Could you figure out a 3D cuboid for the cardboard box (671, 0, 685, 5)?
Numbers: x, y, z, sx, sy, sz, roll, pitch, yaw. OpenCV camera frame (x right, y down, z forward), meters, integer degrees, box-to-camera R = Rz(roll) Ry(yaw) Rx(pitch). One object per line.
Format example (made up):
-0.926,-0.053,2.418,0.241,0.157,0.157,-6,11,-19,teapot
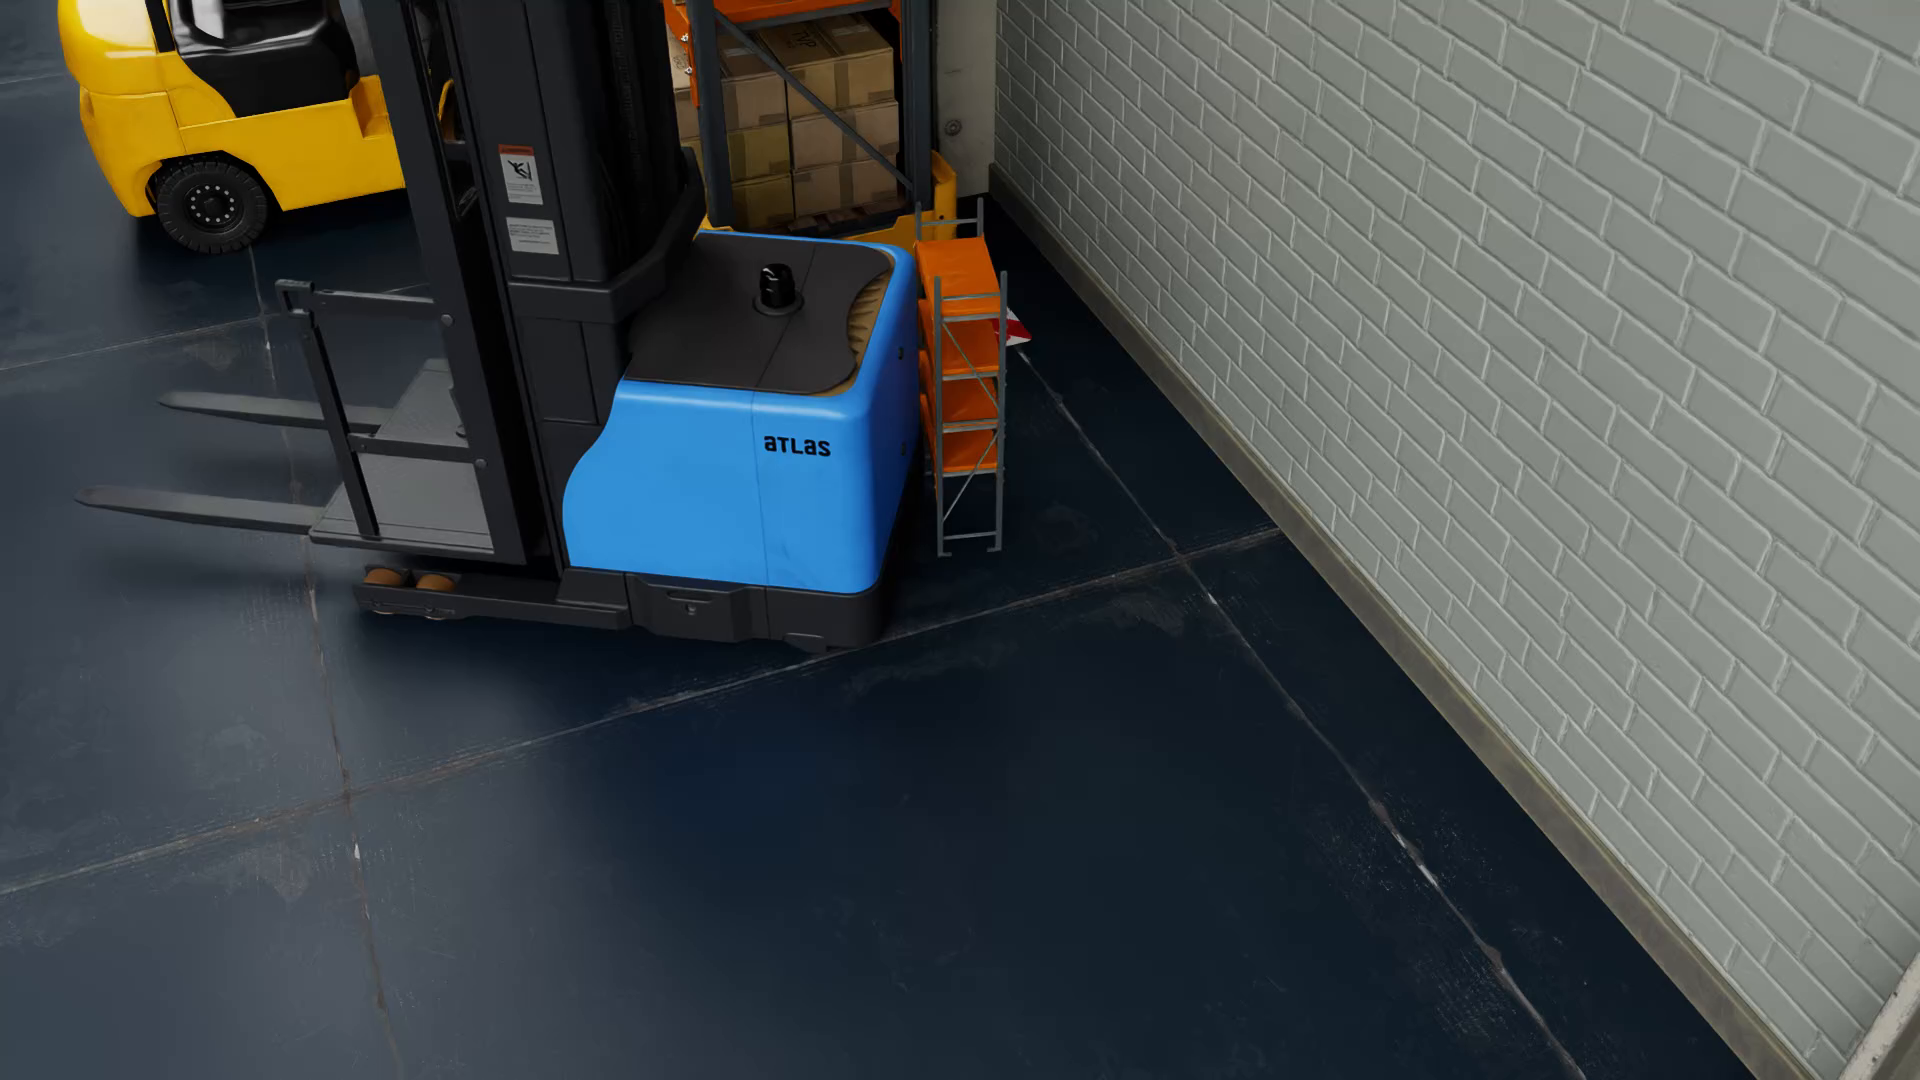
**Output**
-1.040,-2.584,6.878,0.500,0.500,0.500,-16,43,-18,cardboard box

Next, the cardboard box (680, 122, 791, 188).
-1.084,-1.837,7.489,0.500,0.250,0.500,-16,43,-17,cardboard box

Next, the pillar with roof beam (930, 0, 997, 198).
-4.020,-4.160,4.186,9.100,9.000,0.400,-15,43,-17,pillar with roof beam

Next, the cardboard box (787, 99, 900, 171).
-0.597,-1.957,7.628,0.500,0.250,0.500,-14,43,-16,cardboard box

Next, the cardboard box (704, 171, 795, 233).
-1.081,-1.636,7.639,0.500,0.250,0.500,-15,43,-17,cardboard box

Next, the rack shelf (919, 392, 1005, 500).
-0.001,-0.365,6.162,0.258,0.148,0.480,-6,41,-6,rack shelf

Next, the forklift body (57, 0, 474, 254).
-3.020,-2.681,7.718,2.313,2.155,1.214,-15,43,-17,forklift body

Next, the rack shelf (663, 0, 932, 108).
-1.374,-3.247,8.277,1.077,0.370,4.000,-15,43,-17,rack shelf

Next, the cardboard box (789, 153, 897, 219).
-0.616,-1.777,7.802,0.500,0.250,0.500,-15,43,-17,cardboard box

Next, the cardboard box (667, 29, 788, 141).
-1.073,-2.011,7.308,0.500,0.250,0.500,-14,43,-15,cardboard box

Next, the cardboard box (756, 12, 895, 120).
-0.618,-2.148,7.467,0.500,0.250,0.500,-16,43,-18,cardboard box

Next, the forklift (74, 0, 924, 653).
-1.699,-1.161,5.352,3.031,2.935,1.130,6,41,6,forklift

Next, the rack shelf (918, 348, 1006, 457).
-0.001,-0.515,6.032,0.258,0.148,0.480,-6,41,-6,rack shelf

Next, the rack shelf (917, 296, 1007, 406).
-0.001,-0.685,5.886,0.258,0.148,0.480,-6,41,-6,rack shelf

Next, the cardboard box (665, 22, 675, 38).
-1.274,-2.317,7.664,0.500,0.250,0.500,-14,43,-16,cardboard box

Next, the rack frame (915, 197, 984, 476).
-0.037,-0.724,6.171,0.240,1.200,0.015,-6,41,-6,rack frame

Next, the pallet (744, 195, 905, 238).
-0.940,-1.708,8.075,1.003,0.211,1.213,-15,43,-17,pallet

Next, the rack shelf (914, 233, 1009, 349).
-0.001,-0.864,5.732,0.258,0.148,0.480,-6,41,-6,rack shelf

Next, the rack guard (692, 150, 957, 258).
-0.600,-1.353,7.440,1.175,0.500,0.348,-15,43,-17,rack guard

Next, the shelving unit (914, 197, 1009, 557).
-0.001,-0.566,5.988,0.258,1.200,0.503,-6,41,-6,shelving unit

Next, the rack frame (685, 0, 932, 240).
-0.609,-2.315,6.642,1.000,3.000,0.127,-15,43,-17,rack frame

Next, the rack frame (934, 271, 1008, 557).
0.036,-0.409,5.805,0.240,1.200,0.015,-6,41,-6,rack frame
